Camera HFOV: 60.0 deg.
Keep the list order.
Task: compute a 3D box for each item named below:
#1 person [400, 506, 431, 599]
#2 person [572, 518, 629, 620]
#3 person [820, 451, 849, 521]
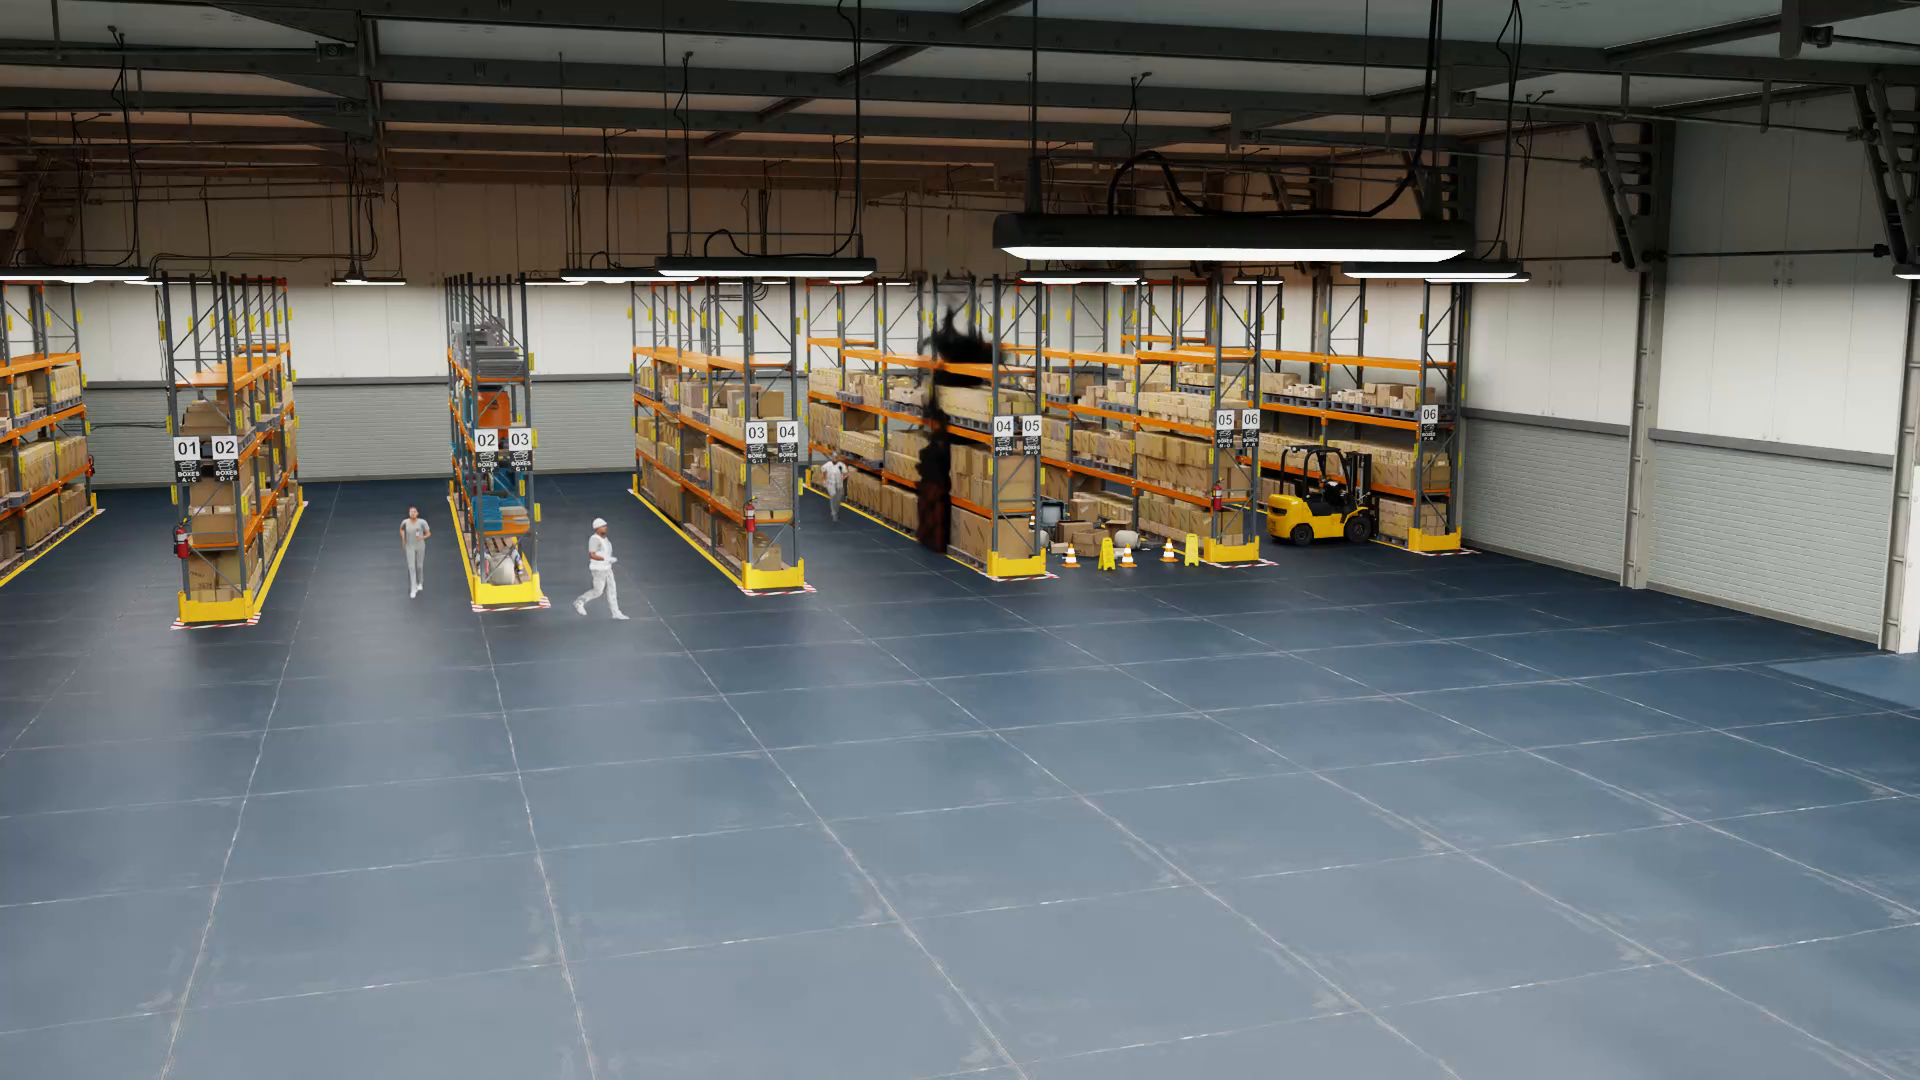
[{"bbox_3d":[-10.228,0.191,31.274,0.559,1.703,0.839,-2,9,-16],"label":"person"},{"bbox_3d":[-6.225,0.509,28.747,0.984,1.782,0.699,1,9,8],"label":"person"},{"bbox_3d":[-3.045,-1.307,40.661,0.655,1.758,0.895,-2,9,-16],"label":"person"}]
